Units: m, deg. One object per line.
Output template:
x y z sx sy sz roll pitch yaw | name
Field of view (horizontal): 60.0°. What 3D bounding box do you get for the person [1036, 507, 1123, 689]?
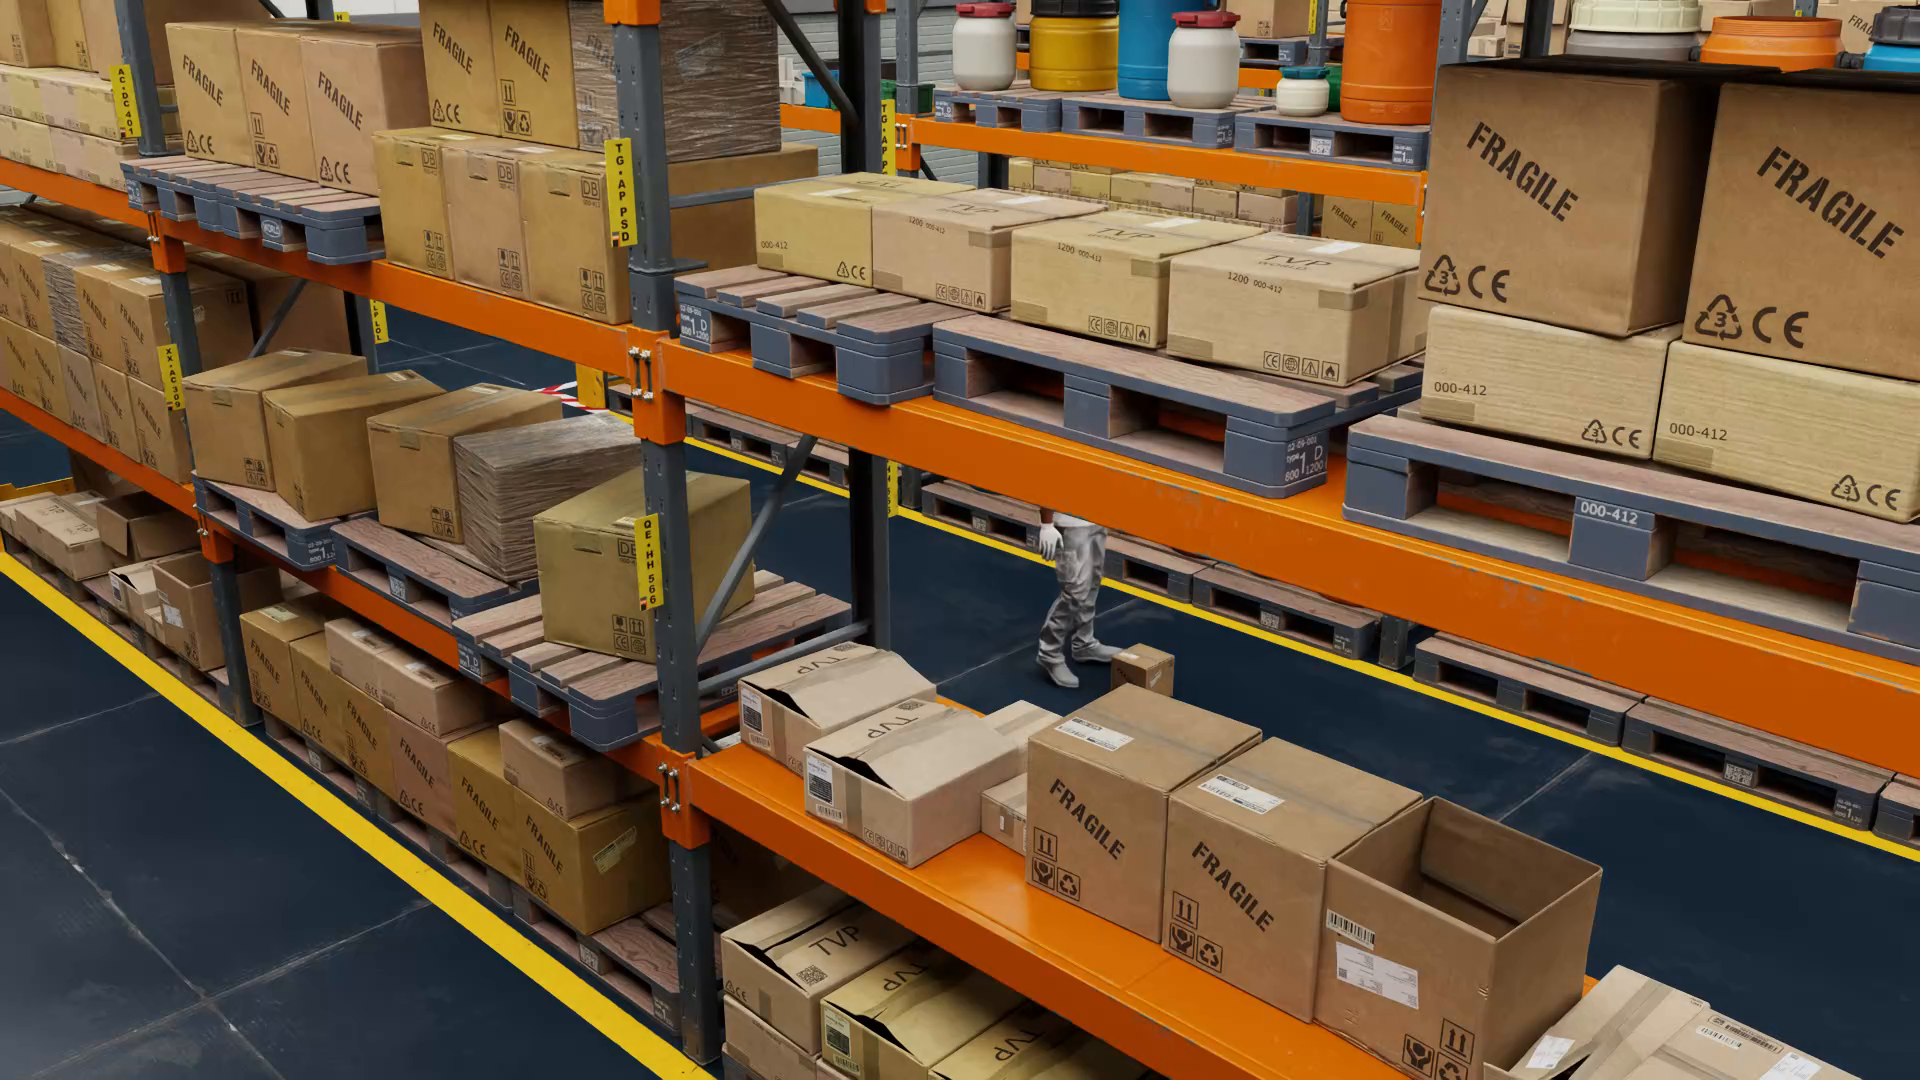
0.688 -0.094 9.290 0.396 1.792 0.666 11 23 26 | person
